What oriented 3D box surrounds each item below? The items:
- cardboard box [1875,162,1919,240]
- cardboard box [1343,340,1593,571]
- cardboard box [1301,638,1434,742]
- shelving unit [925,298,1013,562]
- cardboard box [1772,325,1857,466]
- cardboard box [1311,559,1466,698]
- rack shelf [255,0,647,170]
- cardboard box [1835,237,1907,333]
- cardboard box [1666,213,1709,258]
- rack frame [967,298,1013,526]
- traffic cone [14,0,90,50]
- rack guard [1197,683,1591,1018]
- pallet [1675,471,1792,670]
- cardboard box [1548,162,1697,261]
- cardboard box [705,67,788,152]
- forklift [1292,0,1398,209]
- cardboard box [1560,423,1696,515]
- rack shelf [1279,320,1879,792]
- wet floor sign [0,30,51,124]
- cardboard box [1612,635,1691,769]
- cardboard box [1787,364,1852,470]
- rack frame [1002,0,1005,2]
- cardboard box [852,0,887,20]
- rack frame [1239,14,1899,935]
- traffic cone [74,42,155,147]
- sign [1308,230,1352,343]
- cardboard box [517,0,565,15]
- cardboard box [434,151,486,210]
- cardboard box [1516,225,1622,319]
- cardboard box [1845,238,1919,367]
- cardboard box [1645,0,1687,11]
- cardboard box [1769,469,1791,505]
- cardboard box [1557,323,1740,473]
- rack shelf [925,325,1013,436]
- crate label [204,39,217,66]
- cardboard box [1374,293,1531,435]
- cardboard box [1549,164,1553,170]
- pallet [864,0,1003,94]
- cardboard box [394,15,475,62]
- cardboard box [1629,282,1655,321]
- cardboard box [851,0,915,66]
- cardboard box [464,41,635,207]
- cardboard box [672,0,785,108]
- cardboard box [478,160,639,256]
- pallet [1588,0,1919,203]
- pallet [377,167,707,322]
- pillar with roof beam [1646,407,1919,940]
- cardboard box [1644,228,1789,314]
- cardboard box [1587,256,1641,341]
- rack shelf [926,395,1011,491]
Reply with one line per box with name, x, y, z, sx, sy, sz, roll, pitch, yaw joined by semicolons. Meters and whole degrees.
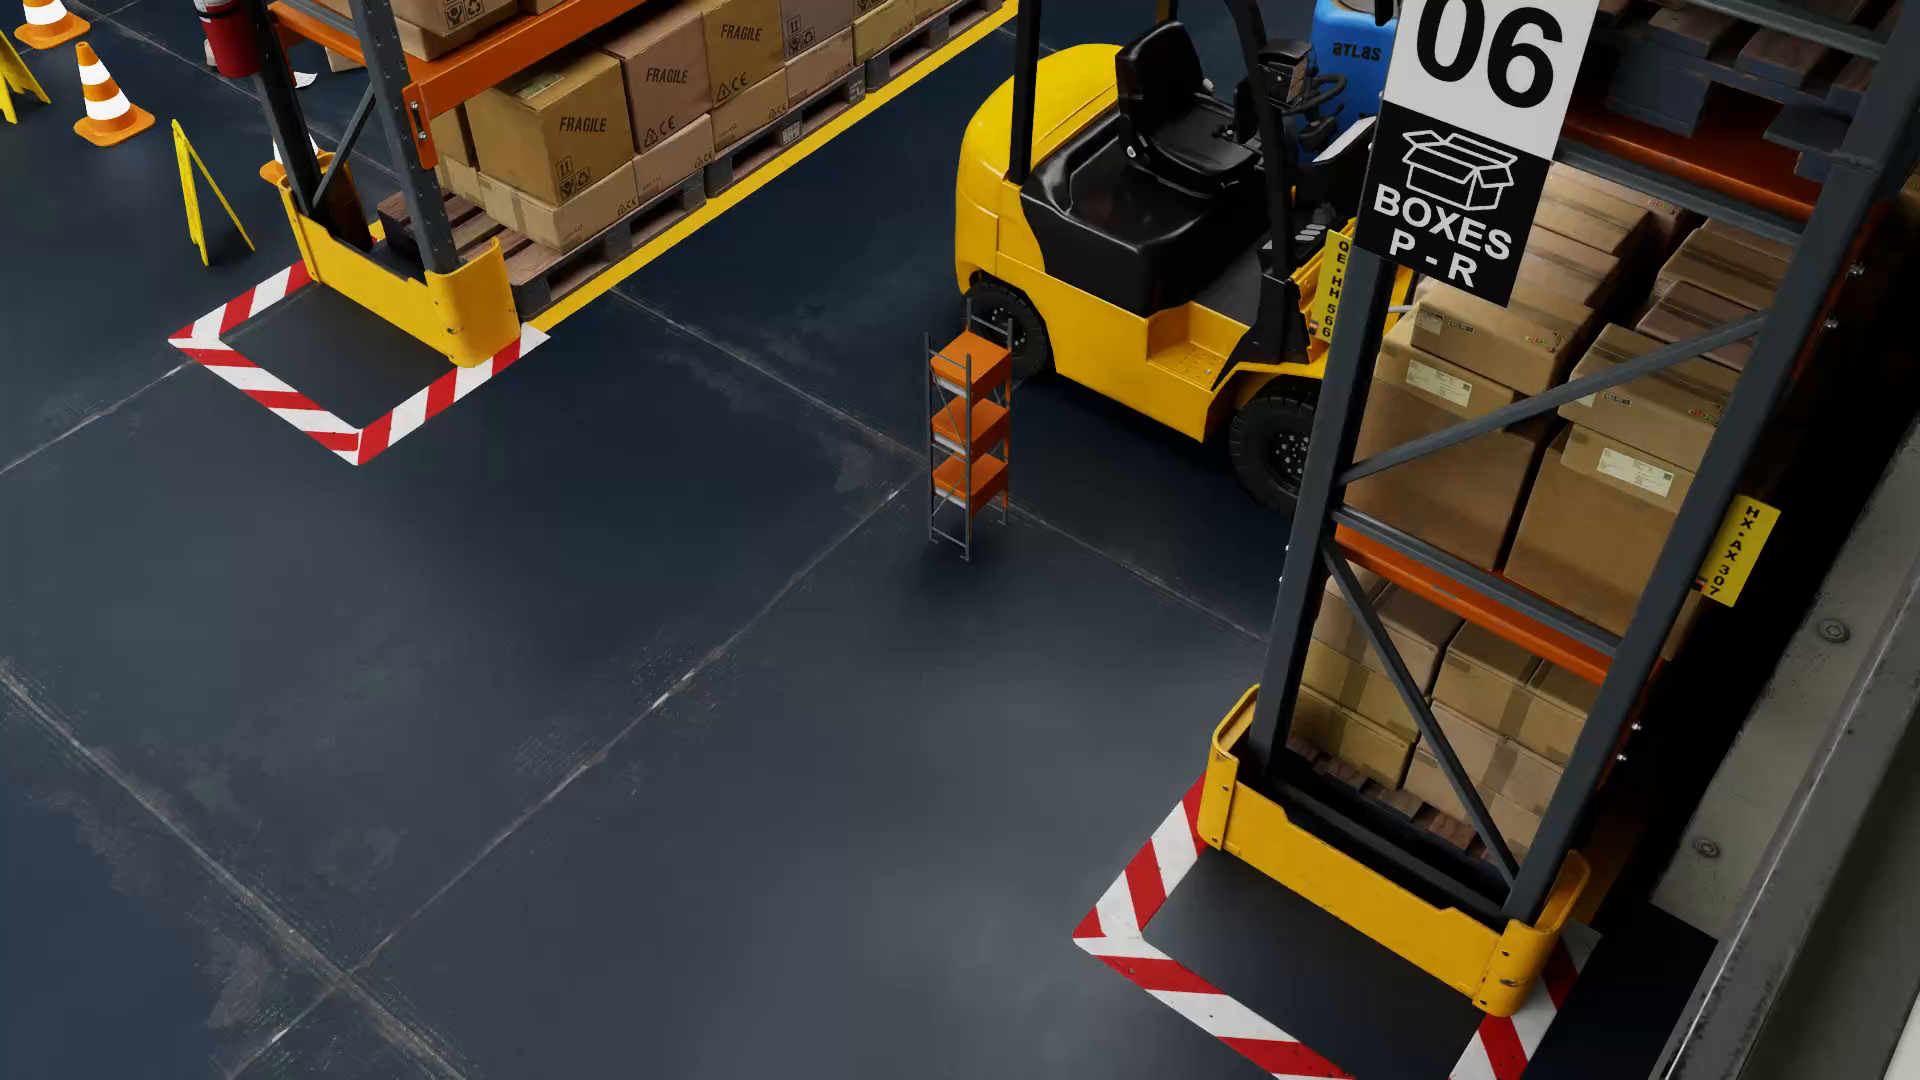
cardboard box;2.618;-1.052;4.820;0.380;0.149;0.250;28;52;24
cardboard box;1.457;-0.329;4.784;0.500;0.500;0.500;28;52;24
cardboard box;1.414;0.318;5.500;0.500;0.250;0.500;29;53;25
shelving unit;0.033;-0.393;6.263;0.215;1.050;0.252;29;53;25
cardboard box;2.187;-0.400;4.852;0.500;0.500;0.500;31;54;26
cardboard box;1.398;0.161;5.304;0.500;0.250;0.500;31;54;26
rack shelf;-1.344;-2.985;7.888;1.077;0.370;4.000;29;53;25
cardboard box;2.457;-0.784;4.770;0.380;0.149;0.250;30;53;25
cardboard box;2.094;-0.915;5.344;0.500;0.500;0.500;28;53;24
rack frame;0.107;-0.463;6.329;0.200;1.050;0.008;29;53;25
traffic cone;-5.097;-3.020;9.178;0.336;0.463;0.334;29;53;25
rack guard;1.349;0.980;5.331;1.175;0.500;0.348;29;53;25
pallet;2.544;-0.085;6.548;1.003;0.211;1.213;29;53;25
cardboard box;1.892;-0.983;4.754;0.380;0.149;0.250;30;53;25
cardboard box;-1.213;-2.230;8.280;0.500;0.250;0.500;33;54;27
forklift;3.147;-2.669;7.136;3.031;2.935;1.130;11;47;11
cardboard box;1.776;-0.235;4.245;0.380;0.149;0.250;28;52;24
rack shelf;2.586;-0.793;5.794;1.077;0.370;4.000;29;53;25
wet floor sign;-4.996;-2.515;8.569;0.267;0.644;0.232;21;50;19
cardboard box;2.148;0.436;5.733;0.500;0.250;0.500;30;53;25
cardboard box;3.061;-0.594;6.372;0.500;0.250;0.500;29;53;25
rack frame;-0.121;-4.378;8.721;1.000;3.000;0.127;29;53;25
cardboard box;-0.580;-3.083;8.577;0.500;0.500;0.500;30;53;26
rack frame;1.363;0.103;4.440;1.000;3.000;0.127;29;53;25
traffic cone;-4.411;-2.326;8.514;0.336;0.463;0.334;29;53;25
sign;0.943;-0.627;4.173;0.100;0.325;0.005;29;53;25
cardboard box;-1.826;-2.372;6.978;0.380;0.149;0.250;28;52;24
cardboard box;-2.271;-1.880;7.945;0.500;0.250;0.500;29;53;25
cardboard box;1.542;-0.711;4.495;0.380;0.149;0.250;29;53;25
cardboard box;2.807;-0.975;5.401;0.500;0.500;0.500;30;53;26
cardboard box;1.441;-1.508;3.476;0.500;0.500;0.500;31;54;26
cardboard box;3.056;-0.437;6.567;0.500;0.250;0.500;29;53;25
cardboard box;1.738;-0.356;4.155;0.380;0.149;0.250;28;53;24
rack shelf;0.033;-0.582;6.065;0.215;0.259;0.240;29;53;25
crate label;-3.979;-2.690;9.088;0.250;0.136;0.298;6;47;5
cardboard box;1.354;-0.478;4.477;0.380;0.149;0.250;30;53;25
cardboard box;1.980;-1.069;5.042;0.380;0.149;0.250;28;52;24
pallet;-0.504;-3.015;9.347;1.003;0.211;1.213;29;53;25
cardboard box;-2.195;-2.105;6.723;0.380;0.149;0.250;29;53;25
cardboard box;2.037;-0.547;4.543;0.380;0.149;0.250;28;53;24
cardboard box;-0.588;-2.807;8.831;0.500;0.250;0.500;28;52;24
cardboard box;-1.841;-1.897;7.443;0.500;0.500;0.500;28;52;24
cardboard box;-1.211;-2.481;8.001;0.500;0.500;0.500;30;53;26
cardboard box;-1.855;-1.624;7.701;0.500;0.250;0.500;29;53;25
pallet;1.816;-1.296;3.763;1.003;0.211;1.213;29;53;25
pallet;-1.996;-1.619;8.013;1.003;0.211;1.213;29;53;25
pillar with roof beam;-0.904;-3.872;4.089;9.100;9.000;0.400;29;53;25
cardboard box;2.075;-0.648;4.434;0.380;0.149;0.250;30;53;26
cardboard box;1.694;-0.759;4.746;0.380;0.149;0.250;30;53;26
rack shelf;0.033;-0.386;6.270;0.215;0.259;0.240;29;53;25
